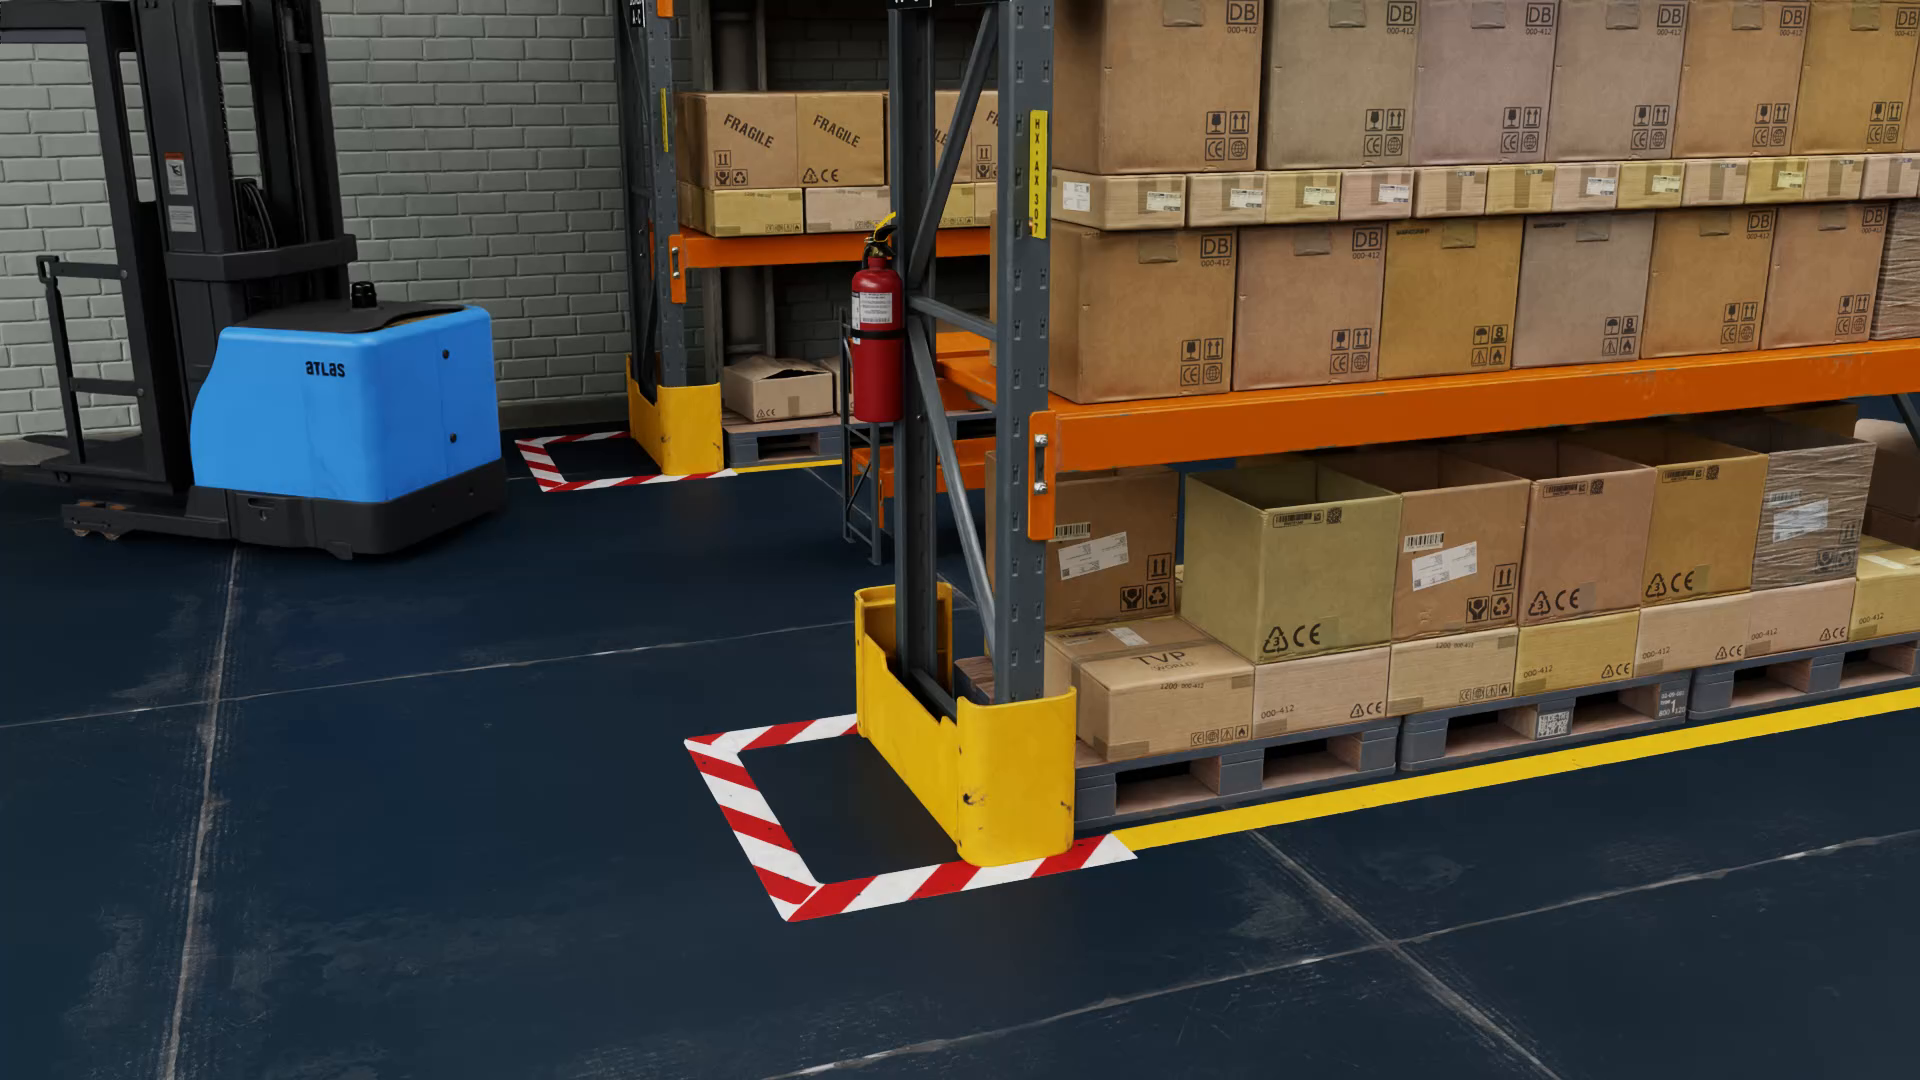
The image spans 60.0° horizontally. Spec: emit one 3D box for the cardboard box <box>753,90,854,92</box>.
[{"bbox_3d":[-0.927,-2.405,9.864,0.500,0.500,0.500,-6,17,-19],"label":"cardboard box"}]

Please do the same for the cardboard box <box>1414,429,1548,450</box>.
[{"bbox_3d":[1.802,-0.182,6.198,0.500,0.500,0.500,-6,17,-20],"label":"cardboard box"}]

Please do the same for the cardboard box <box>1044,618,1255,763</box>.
[{"bbox_3d":[0.592,0.469,5.311,0.500,0.250,0.500,-6,17,-20],"label":"cardboard box"}]

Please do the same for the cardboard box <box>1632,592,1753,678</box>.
[{"bbox_3d":[2.460,0.268,5.997,0.500,0.250,0.500,-6,17,-20],"label":"cardboard box"}]

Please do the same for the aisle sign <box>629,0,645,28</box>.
[{"bbox_3d":[-1.724,-3.117,8.775,0.004,0.787,0.394,-6,17,-20],"label":"aisle sign"}]

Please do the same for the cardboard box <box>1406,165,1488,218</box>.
[{"bbox_3d":[1.419,-1.100,5.190,0.250,0.149,0.380,-7,18,-22],"label":"cardboard box"}]

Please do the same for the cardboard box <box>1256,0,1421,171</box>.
[{"bbox_3d":[0.991,-1.427,5.154,0.500,0.500,0.700,-7,18,-22],"label":"cardboard box"}]

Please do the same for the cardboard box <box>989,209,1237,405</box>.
[{"bbox_3d":[0.452,-0.745,5.133,0.500,0.500,0.700,-6,17,-20],"label":"cardboard box"}]

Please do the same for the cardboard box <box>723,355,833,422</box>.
[{"bbox_3d":[-1.086,-0.923,9.909,0.500,0.311,0.500,-8,18,-26],"label":"cardboard box"}]

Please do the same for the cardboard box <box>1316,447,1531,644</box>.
[{"bbox_3d":[1.521,0.005,5.562,0.500,0.500,0.500,-6,17,-20],"label":"cardboard box"}]

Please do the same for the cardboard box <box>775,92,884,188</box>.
[{"bbox_3d":[-0.746,-2.270,9.403,0.500,0.500,0.500,-6,17,-20],"label":"cardboard box"}]

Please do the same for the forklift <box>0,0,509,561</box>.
[{"bbox_3d":[-3.878,-1.544,8.154,3.031,2.935,1.130,6,17,19],"label":"forklift"}]

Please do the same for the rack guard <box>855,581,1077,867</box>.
[{"bbox_3d":[-0.011,0.549,5.342,0.348,0.500,1.175,-6,17,-20],"label":"rack guard"}]

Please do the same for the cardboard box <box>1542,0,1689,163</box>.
[{"bbox_3d":[1.929,-1.529,5.500,0.500,0.500,0.700,-6,17,-20],"label":"cardboard box"}]

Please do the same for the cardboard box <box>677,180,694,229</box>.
[{"bbox_3d":[-1.397,-1.992,9.788,0.500,0.250,0.500,-6,17,-19],"label":"cardboard box"}]

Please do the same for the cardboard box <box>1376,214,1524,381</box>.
[{"bbox_3d":[1.407,-0.847,5.483,0.500,0.500,0.700,-6,17,-20],"label":"cardboard box"}]

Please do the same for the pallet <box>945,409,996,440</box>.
[{"bbox_3d":[0.215,-0.820,10.517,1.213,0.211,1.003,-6,17,-20],"label":"pallet"}]

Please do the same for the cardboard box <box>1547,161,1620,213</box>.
[{"bbox_3d":[1.891,-1.150,5.361,0.250,0.149,0.380,-6,17,-20],"label":"cardboard box"}]

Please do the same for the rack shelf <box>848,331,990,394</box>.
[{"bbox_3d":[0.006,-0.821,7.860,1.000,0.278,0.538,-6,17,-20],"label":"rack shelf"}]

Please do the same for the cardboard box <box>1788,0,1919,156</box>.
[{"bbox_3d":[2.863,-1.629,5.842,0.500,0.500,0.700,-6,17,-20],"label":"cardboard box"}]

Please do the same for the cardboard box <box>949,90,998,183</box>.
[{"bbox_3d":[0.217,-2.375,9.763,0.500,0.500,0.500,-6,17,-18],"label":"cardboard box"}]

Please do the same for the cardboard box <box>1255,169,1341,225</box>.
[{"bbox_3d":[0.934,-1.047,5.012,0.250,0.149,0.380,-6,17,-20],"label":"cardboard box"}]

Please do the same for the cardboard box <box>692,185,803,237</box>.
[{"bbox_3d":[-1.195,-1.859,9.337,0.500,0.250,0.500,-7,18,-22],"label":"cardboard box"}]

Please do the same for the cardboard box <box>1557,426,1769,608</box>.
[{"bbox_3d":[2.455,-0.095,5.903,0.500,0.500,0.500,-6,17,-20],"label":"cardboard box"}]

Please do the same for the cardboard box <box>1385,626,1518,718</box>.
[{"bbox_3d":[1.525,0.368,5.657,0.500,0.250,0.500,-6,17,-20],"label":"cardboard box"}]

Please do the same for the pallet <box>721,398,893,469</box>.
[{"bbox_3d":[-0.922,-0.698,10.101,1.213,0.211,1.003,-6,17,-20],"label":"pallet"}]

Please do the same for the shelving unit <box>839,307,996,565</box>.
[{"bbox_3d":[0.006,-0.540,7.942,1.048,1.125,0.538,-6,17,-20],"label":"shelving unit"}]

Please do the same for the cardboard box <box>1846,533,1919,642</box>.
[{"bbox_3d":[3.392,0.166,6.345,0.500,0.250,0.500,-6,17,-20],"label":"cardboard box"}]

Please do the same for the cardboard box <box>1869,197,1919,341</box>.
[{"bbox_3d":[3.335,-1.058,6.199,0.500,0.500,0.700,-7,18,-22],"label":"cardboard box"}]

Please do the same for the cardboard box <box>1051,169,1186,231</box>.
[{"bbox_3d":[0.455,-0.995,4.835,0.250,0.149,0.380,-6,18,-20],"label":"cardboard box"}]

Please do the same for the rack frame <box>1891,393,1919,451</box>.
[{"bbox_3d":[3.747,-1.056,6.372,0.127,3.000,1.000,-6,17,-20],"label":"rack frame"}]

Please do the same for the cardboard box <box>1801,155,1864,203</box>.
[{"bbox_3d":[2.849,-1.253,5.714,0.250,0.149,0.380,-6,17,-20],"label":"cardboard box"}]

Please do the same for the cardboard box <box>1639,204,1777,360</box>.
[{"bbox_3d":[2.375,-0.953,5.844,0.500,0.500,0.700,-6,17,-19],"label":"cardboard box"}]

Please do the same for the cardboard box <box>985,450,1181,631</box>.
[{"bbox_3d":[0.406,-0.027,5.672,0.500,0.500,0.500,-6,17,-20],"label":"cardboard box"}]

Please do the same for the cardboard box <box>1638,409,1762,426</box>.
[{"bbox_3d":[2.738,-0.281,6.537,0.500,0.500,0.500,-6,17,-20],"label":"cardboard box"}]

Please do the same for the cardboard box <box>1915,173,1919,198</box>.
[{"bbox_3d":[3.338,-1.307,5.898,0.250,0.149,0.380,-7,18,-21],"label":"cardboard box"}]

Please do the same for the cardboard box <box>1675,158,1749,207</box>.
[{"bbox_3d":[2.383,-1.204,5.546,0.250,0.149,0.380,-6,17,-18],"label":"cardboard box"}]

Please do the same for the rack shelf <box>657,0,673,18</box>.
[{"bbox_3d":[0.103,-3.252,9.801,4.000,0.370,1.077,-6,17,-20],"label":"rack shelf"}]

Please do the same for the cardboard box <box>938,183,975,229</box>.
[{"bbox_3d":[-0.238,-1.965,9.697,0.500,0.250,0.500,-6,18,-21],"label":"cardboard box"}]

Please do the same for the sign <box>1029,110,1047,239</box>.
[{"bbox_3d":[0.205,-0.960,4.366,0.005,0.325,0.100,-6,17,-20],"label":"sign"}]

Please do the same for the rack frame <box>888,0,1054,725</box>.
[{"bbox_3d":[0.012,-0.653,4.998,0.127,3.000,1.000,-6,17,-20],"label":"rack frame"}]

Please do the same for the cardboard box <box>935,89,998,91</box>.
[{"bbox_3d":[0.025,-2.509,10.218,0.500,0.500,0.500,-6,17,-19],"label":"cardboard box"}]

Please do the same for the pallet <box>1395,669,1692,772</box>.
[{"bbox_3d":[1.848,0.475,6.106,1.213,0.211,1.003,-6,17,-20],"label":"pallet"}]

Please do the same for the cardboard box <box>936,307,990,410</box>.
[{"bbox_3d":[0.149,-1.132,10.285,0.500,0.500,0.700,-7,18,-24],"label":"cardboard box"}]

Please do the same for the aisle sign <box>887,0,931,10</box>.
[{"bbox_3d":[-0.155,-1.971,4.872,0.004,0.787,0.394,-6,17,-20],"label":"aisle sign"}]

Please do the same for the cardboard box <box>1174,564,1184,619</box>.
[{"bbox_3d":[0.869,0.279,5.958,0.500,0.250,0.500,-6,17,-20],"label":"cardboard box"}]
